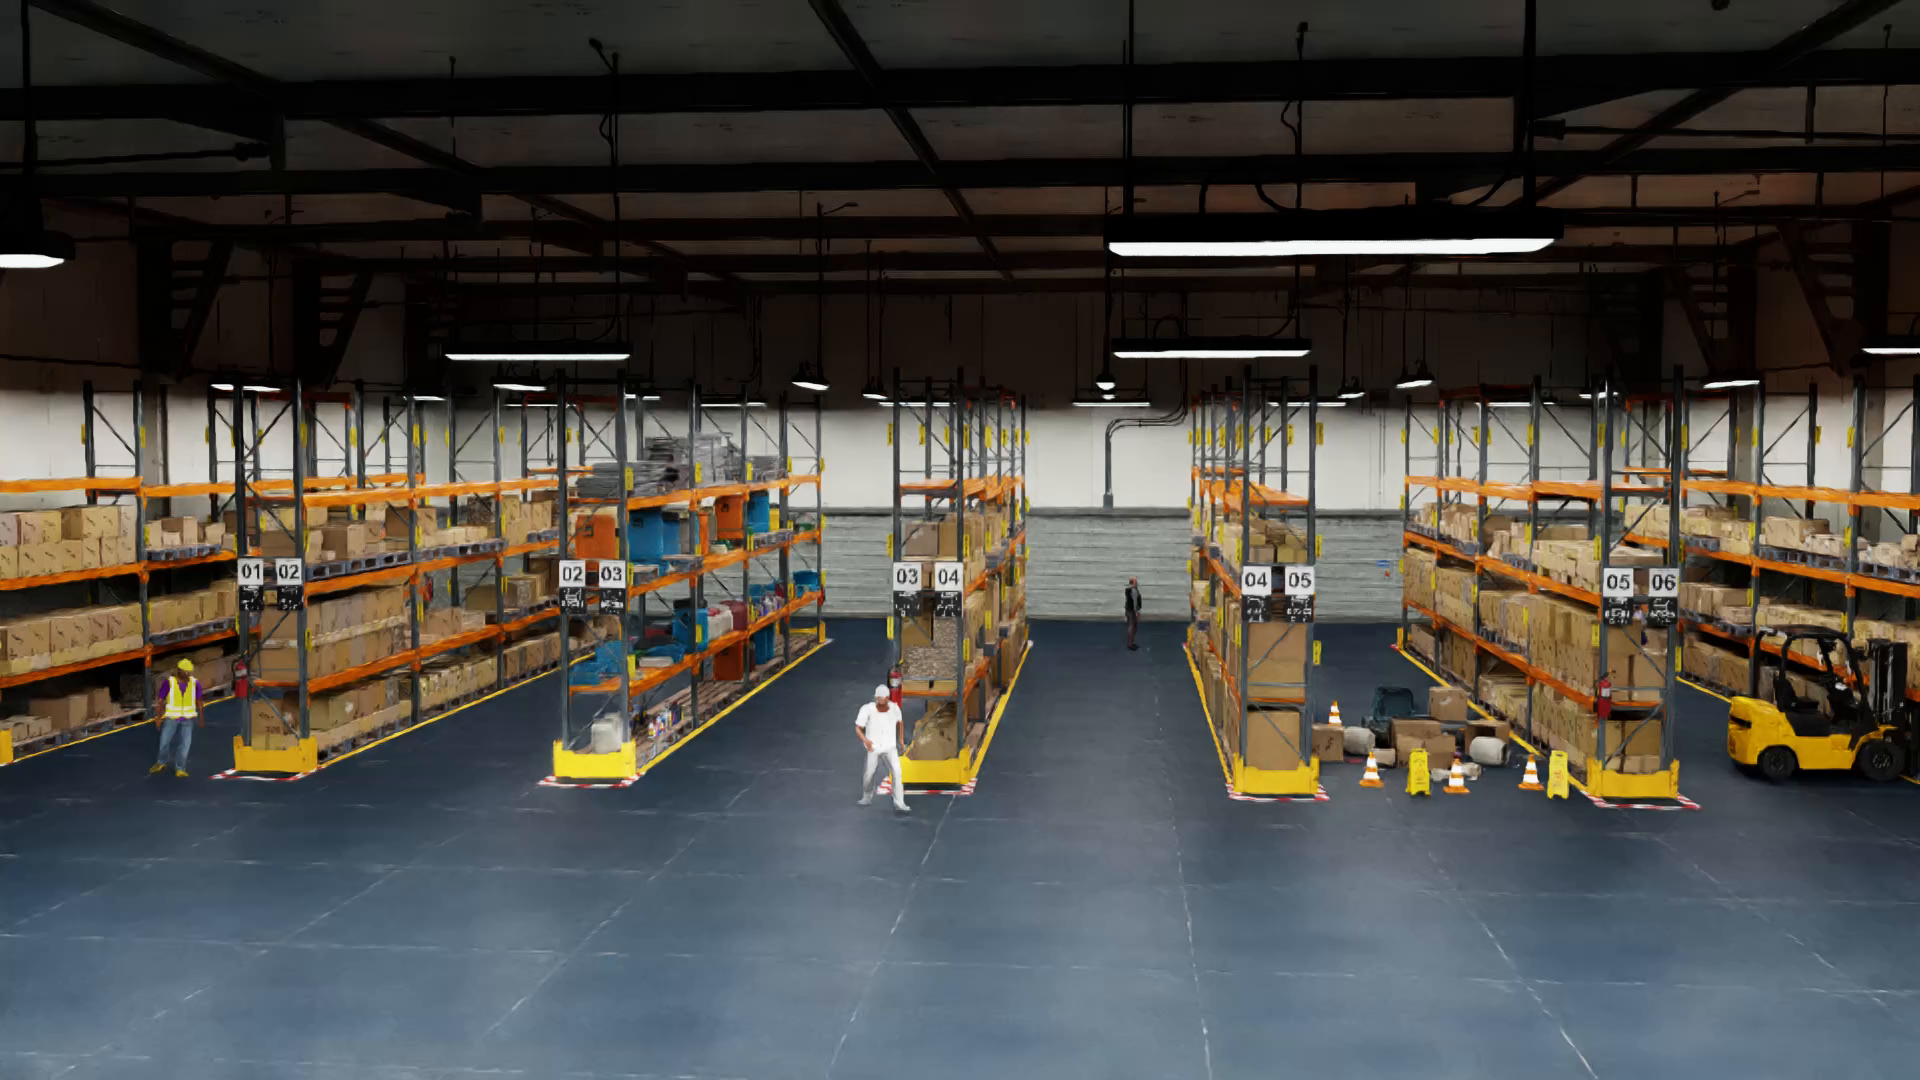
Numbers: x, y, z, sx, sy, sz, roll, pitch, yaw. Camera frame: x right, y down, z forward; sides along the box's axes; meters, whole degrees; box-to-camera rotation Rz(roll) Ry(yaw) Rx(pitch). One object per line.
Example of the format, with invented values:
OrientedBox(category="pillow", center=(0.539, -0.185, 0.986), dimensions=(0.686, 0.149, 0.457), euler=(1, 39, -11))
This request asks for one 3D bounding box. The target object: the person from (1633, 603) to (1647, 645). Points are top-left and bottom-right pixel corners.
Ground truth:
OrientedBox(category="person", center=(13.883, 2.066, 34.136), dimensions=(0.396, 1.691, 0.522), euler=(2, 4, 24))

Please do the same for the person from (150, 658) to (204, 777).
OrientedBox(category="person", center=(-11.532, 2.580, 24.468), dimensions=(0.733, 1.686, 0.506), euler=(-2, 4, -32))

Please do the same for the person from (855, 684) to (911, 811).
OrientedBox(category="person", center=(-1.064, 2.761, 22.305), dimensions=(0.710, 1.703, 0.836), euler=(-1, 4, -11))

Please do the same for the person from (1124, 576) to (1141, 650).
OrientedBox(category="person", center=(4.078, 1.693, 39.122), dimensions=(0.399, 1.725, 0.620), euler=(-1, 4, -13))
